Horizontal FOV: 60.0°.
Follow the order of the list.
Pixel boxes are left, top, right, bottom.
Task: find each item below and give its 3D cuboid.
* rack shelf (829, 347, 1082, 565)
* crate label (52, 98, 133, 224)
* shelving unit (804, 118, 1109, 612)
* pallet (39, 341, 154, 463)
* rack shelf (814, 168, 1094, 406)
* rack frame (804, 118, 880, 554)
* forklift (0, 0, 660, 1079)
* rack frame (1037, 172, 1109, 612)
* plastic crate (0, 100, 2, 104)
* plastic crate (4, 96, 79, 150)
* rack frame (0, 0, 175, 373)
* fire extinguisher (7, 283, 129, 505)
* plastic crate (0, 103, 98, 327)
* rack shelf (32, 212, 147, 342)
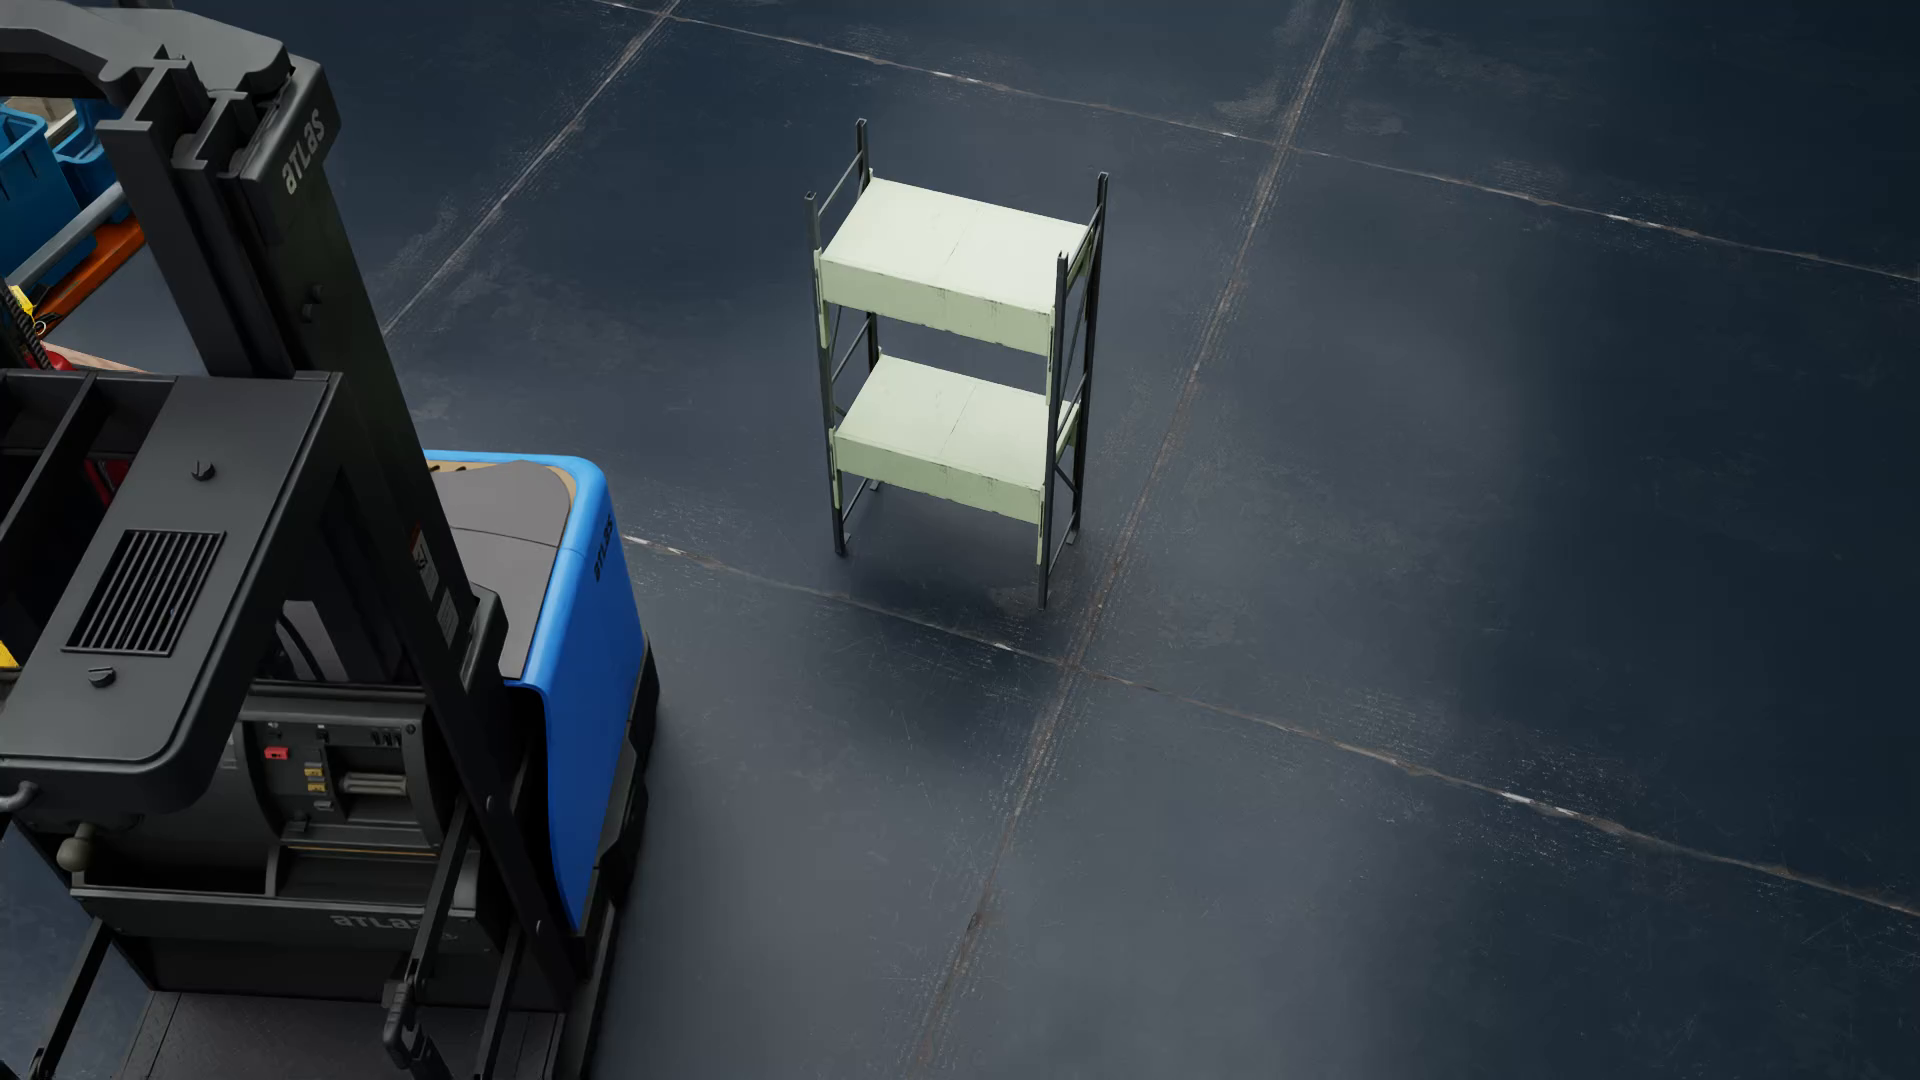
[{"bbox_3d":[-0.006,-0.279,5.431,0.720,0.370,0.431,16,51,13],"label":"rack shelf"},{"bbox_3d":[-2.479,-1.122,4.808,0.303,0.233,0.416,16,51,13],"label":"crate label"},{"bbox_3d":[-0.006,-0.493,5.185,0.755,1.500,0.431,16,51,13],"label":"shelving unit"},{"bbox_3d":[-3.122,-0.189,5.774,1.213,0.211,1.003,16,51,13],"label":"pallet"},{"bbox_3d":[-0.006,-0.749,4.890,0.720,0.370,0.431,16,51,13],"label":"rack shelf"},{"bbox_3d":[-0.350,-0.589,5.268,0.023,1.500,0.400,16,51,13],"label":"rack frame"},{"bbox_3d":[-1.556,0.607,3.284,1.130,2.935,3.031,3,49,2],"label":"forklift"},{"bbox_3d":[0.337,-0.397,5.102,0.023,1.500,0.400,16,51,13],"label":"rack frame"},{"bbox_3d":[-3.096,-1.294,4.958,0.300,0.233,0.416,16,51,13],"label":"plastic crate"},{"bbox_3d":[-2.751,-1.233,4.968,0.298,0.136,0.250,16,51,13],"label":"plastic crate"},{"bbox_3d":[-2.361,-0.859,4.509,0.127,3.000,1.000,16,51,13],"label":"rack frame"},{"bbox_3d":[-2.377,-0.350,4.366,0.183,0.674,0.296,16,51,13],"label":"fire extinguisher"},{"bbox_3d":[-2.740,-0.845,4.435,0.499,0.435,0.616,16,51,13],"label":"plastic crate"},{"bbox_3d":[-4.238,-1.147,5.235,4.000,0.370,1.077,16,51,13],"label":"rack shelf"}]
